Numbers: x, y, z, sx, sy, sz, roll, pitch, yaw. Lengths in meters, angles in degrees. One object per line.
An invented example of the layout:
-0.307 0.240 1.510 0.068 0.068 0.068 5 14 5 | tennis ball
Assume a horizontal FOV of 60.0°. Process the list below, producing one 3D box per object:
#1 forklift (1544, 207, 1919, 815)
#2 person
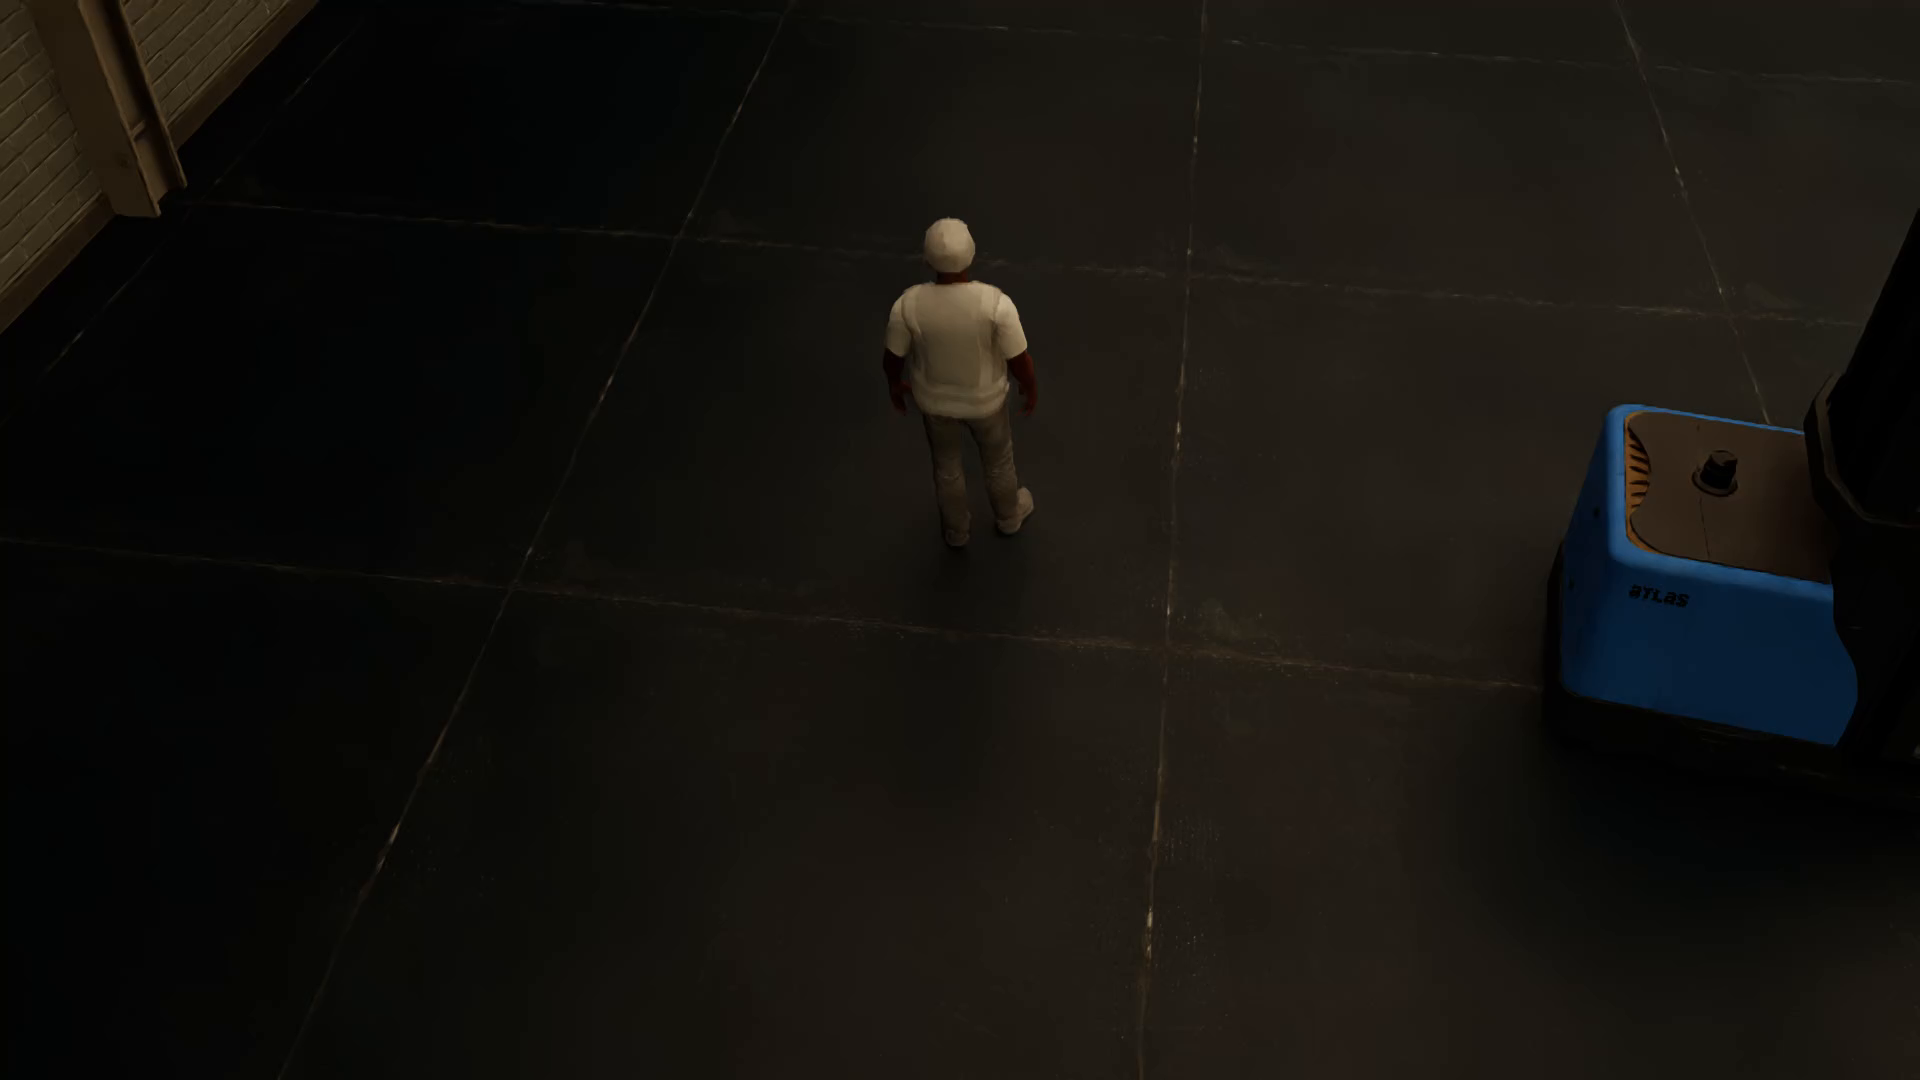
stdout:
4.025 -0.289 6.038 3.031 2.935 1.130 11 44 12 | forklift
0.014 -0.702 7.339 0.665 1.766 0.576 5 43 6 | person
